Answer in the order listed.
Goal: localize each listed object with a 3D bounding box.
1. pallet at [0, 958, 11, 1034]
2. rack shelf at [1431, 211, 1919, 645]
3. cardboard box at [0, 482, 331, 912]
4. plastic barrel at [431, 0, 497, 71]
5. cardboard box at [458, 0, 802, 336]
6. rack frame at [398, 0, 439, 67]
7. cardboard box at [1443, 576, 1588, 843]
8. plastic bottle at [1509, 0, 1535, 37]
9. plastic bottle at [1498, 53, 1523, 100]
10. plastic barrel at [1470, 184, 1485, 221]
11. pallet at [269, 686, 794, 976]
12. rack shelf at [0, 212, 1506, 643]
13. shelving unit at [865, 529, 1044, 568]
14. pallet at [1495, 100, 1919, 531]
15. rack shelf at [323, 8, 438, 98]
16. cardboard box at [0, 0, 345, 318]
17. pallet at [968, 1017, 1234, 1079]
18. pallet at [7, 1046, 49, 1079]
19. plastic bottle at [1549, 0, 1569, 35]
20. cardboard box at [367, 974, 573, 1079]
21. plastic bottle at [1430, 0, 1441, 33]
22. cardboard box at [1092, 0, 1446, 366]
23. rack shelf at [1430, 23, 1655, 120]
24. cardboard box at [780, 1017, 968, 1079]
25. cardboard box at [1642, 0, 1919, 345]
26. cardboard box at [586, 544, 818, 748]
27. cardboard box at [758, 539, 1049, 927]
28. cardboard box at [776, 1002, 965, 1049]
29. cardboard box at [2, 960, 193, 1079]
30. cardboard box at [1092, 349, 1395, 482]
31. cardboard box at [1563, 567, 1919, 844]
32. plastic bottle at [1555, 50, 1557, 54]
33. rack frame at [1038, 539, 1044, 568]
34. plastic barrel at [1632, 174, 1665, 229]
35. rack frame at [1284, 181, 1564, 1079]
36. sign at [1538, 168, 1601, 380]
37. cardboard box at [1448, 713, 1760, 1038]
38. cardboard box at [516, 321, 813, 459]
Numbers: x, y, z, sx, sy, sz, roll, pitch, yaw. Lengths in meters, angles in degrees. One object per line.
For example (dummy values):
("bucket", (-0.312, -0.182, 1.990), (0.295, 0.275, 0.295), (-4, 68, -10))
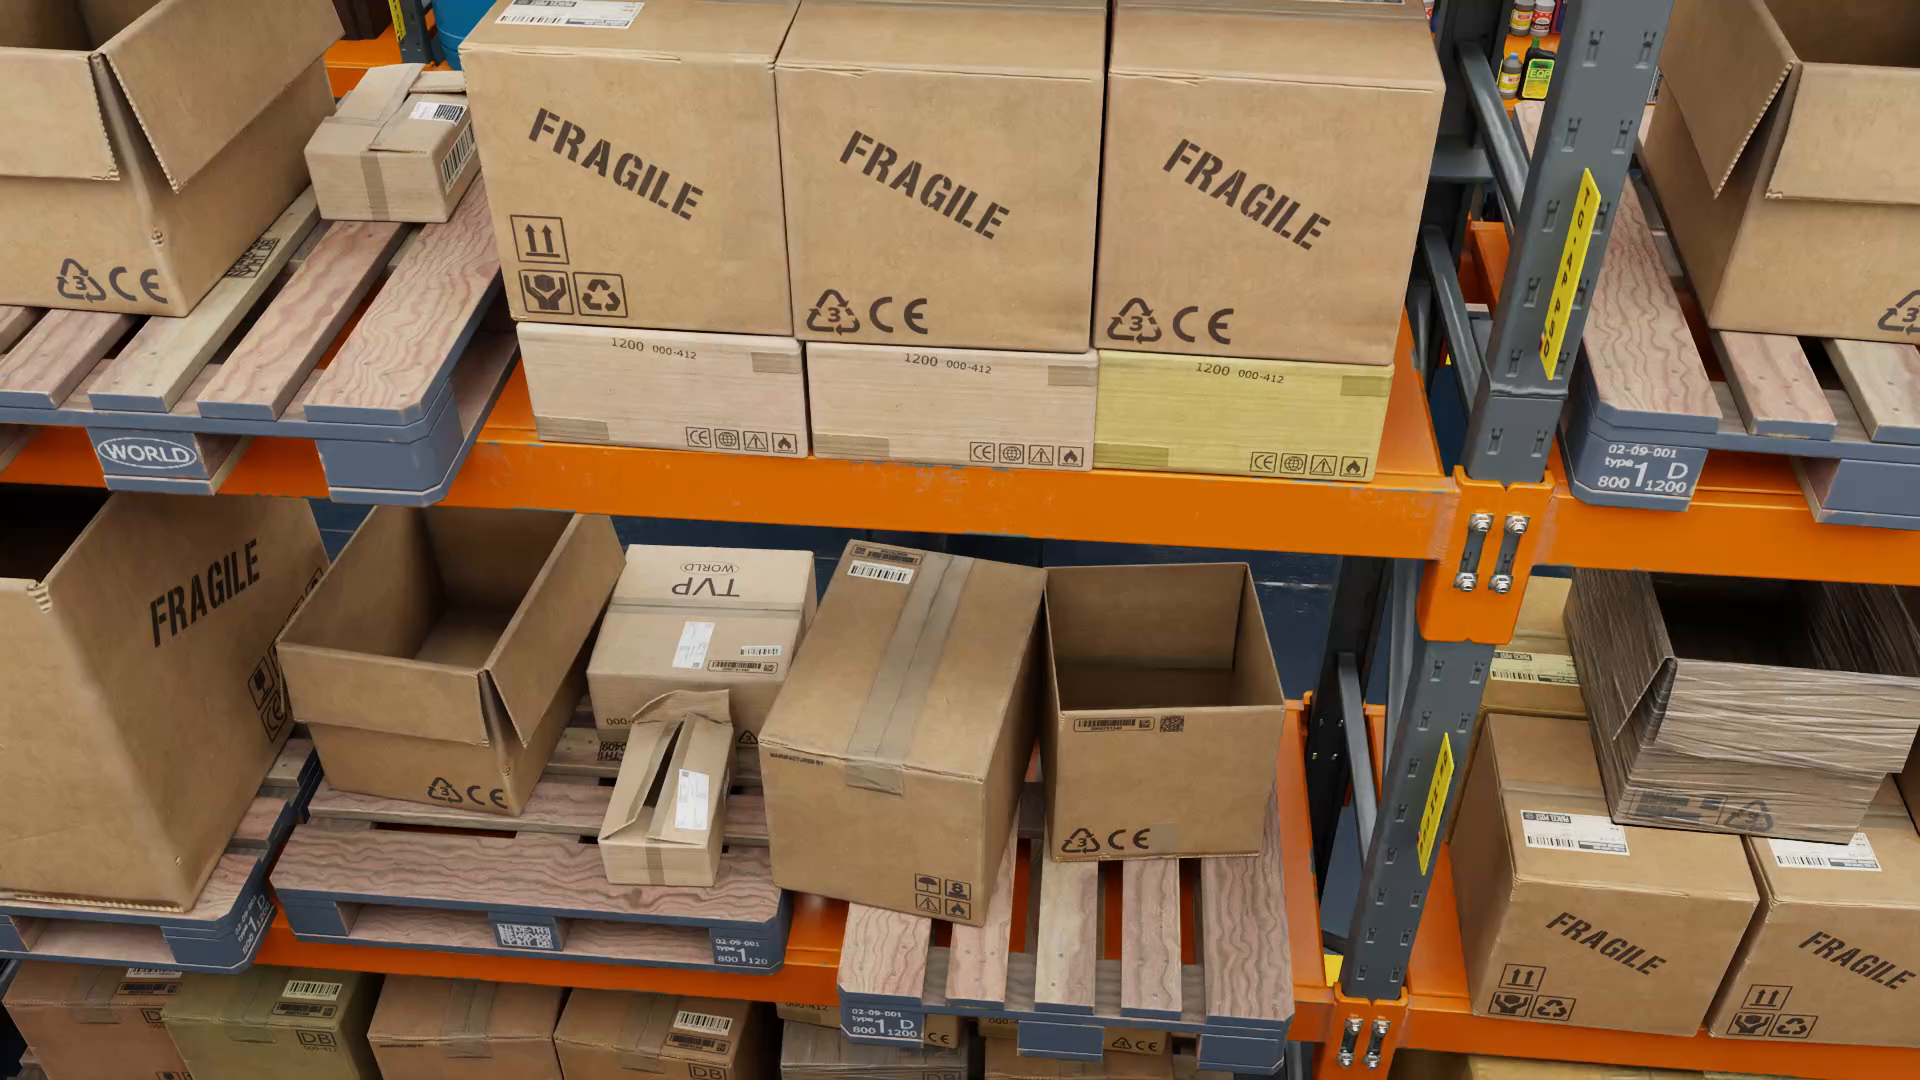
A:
("pallet", (-3.661, 1.461, 5.288), (1.213, 0.211, 1.003), (3, 39, 4))
("rack shelf", (2.989, -0.164, 3.269), (4.000, 0.370, 1.077), (3, 39, 4))
("cardboard box", (-2.209, 0.129, 3.907), (1.000, 1.000, 1.000), (3, 39, 4))
("plastic barrel", (-2.203, -2.704, 7.799), (0.708, 0.901, 0.600), (3, 39, 4))
("cardboard box", (-0.504, -0.711, 2.896), (0.500, 0.500, 0.500), (4, 39, 5))
("rack frame", (-2.561, -2.721, 8.217), (0.127, 3.000, 1.000), (3, 39, 4))
("cardboard box", (1.509, 0.444, 4.249), (0.500, 0.500, 0.500), (4, 39, 5))
("plastic bottle", (2.789, -2.611, 8.238), (0.097, 0.201, 0.097), (0, 39, 0))
("plastic bottle", (2.534, -2.144, 7.665), (0.097, 0.201, 0.097), (0, 39, 0))
("plastic barrel", (2.483, -1.711, 8.614), (0.421, 0.512, 0.421), (0, 39, 0))
("pallet", (-0.979, 0.604, 4.284), (1.213, 0.211, 1.003), (3, 39, 4))
("rack shelf", (-0.996, -0.382, 3.537), (4.000, 0.370, 1.077), (3, 39, 4))
("shelving unit", (-0.007, -0.582, 6.777), (0.755, 1.500, 0.431), (3, 39, 4))
("pallet", (1.642, -0.477, 3.233), (1.003, 0.211, 1.213), (5, 39, 6))
("rack shelf", (-4.554, -2.551, 8.578), (4.000, 0.370, 1.077), (3, 39, 4))
("cardboard box", (-1.590, -0.834, 3.108), (0.637, 0.503, 0.797), (5, 39, 6))
("pallet", (0.218, 1.650, 5.056), (1.213, 0.211, 1.003), (3, 39, 4))
("pallet", (-2.213, 1.517, 5.220), (1.213, 0.211, 1.003), (3, 39, 4))
("plastic bottle", (3.002, -2.642, 8.212), (0.133, 0.283, 0.061), (3, 39, 4))
("cardboard box", (-1.348, 1.308, 4.899), (0.500, 0.500, 0.700), (0, 39, 0))
("plastic bottle", (2.401, -2.659, 8.242), (0.097, 0.271, 0.097), (0, 39, 0))
("cardboard box", (0.499, -0.653, 2.825), (0.500, 0.500, 0.500), (4, 39, 5))
("rack shelf", (3.416, -2.116, 8.043), (4.000, 0.370, 1.077), (3, 39, 4))
("cardboard box", (-0.227, 1.364, 4.829), (0.500, 0.500, 0.700), (0, 39, 0))
("cardboard box", (1.610, -0.767, 3.025), (0.637, 0.503, 0.797), (5, 39, 6))
("cardboard box", (-0.654, 0.271, 4.327), (0.500, 0.250, 0.500), (2, 39, 3))
("cardboard box", (-0.110, 0.438, 3.924), (0.500, 0.500, 0.700), (9, 40, 10))
("cardboard box", (-0.203, 1.079, 4.585), (0.500, 0.250, 0.500), (7, 40, 9))
("cardboard box", (-2.379, 1.239, 4.983), (0.500, 0.500, 0.700), (0, 39, 0))
("cardboard box", (0.502, -0.365, 3.065), (0.500, 0.250, 0.500), (3, 39, 4))
("cardboard box", (1.723, 0.234, 3.713), (0.637, 0.503, 0.797), (4, 39, 5))
("plastic bottle", (2.764, -2.158, 7.627), (0.097, 0.271, 0.097), (0, 39, 0))
("rack frame", (0.358, -0.562, 6.752), (0.023, 1.500, 0.400), (3, 39, 4))
("plastic barrel", (3.608, -1.650, 8.538), (0.421, 0.512, 0.421), (0, 39, 0))
("rack frame", (0.996, 0.612, 4.123), (0.127, 3.000, 1.000), (3, 39, 4))
("sign", (0.947, -0.411, 2.593), (0.005, 0.325, 0.100), (3, 39, 4))
("cardboard box", (1.457, 0.770, 3.848), (0.500, 0.500, 0.500), (4, 39, 5))
("cardboard box", (-0.494, -0.413, 3.124), (0.500, 0.250, 0.500), (4, 39, 5))
